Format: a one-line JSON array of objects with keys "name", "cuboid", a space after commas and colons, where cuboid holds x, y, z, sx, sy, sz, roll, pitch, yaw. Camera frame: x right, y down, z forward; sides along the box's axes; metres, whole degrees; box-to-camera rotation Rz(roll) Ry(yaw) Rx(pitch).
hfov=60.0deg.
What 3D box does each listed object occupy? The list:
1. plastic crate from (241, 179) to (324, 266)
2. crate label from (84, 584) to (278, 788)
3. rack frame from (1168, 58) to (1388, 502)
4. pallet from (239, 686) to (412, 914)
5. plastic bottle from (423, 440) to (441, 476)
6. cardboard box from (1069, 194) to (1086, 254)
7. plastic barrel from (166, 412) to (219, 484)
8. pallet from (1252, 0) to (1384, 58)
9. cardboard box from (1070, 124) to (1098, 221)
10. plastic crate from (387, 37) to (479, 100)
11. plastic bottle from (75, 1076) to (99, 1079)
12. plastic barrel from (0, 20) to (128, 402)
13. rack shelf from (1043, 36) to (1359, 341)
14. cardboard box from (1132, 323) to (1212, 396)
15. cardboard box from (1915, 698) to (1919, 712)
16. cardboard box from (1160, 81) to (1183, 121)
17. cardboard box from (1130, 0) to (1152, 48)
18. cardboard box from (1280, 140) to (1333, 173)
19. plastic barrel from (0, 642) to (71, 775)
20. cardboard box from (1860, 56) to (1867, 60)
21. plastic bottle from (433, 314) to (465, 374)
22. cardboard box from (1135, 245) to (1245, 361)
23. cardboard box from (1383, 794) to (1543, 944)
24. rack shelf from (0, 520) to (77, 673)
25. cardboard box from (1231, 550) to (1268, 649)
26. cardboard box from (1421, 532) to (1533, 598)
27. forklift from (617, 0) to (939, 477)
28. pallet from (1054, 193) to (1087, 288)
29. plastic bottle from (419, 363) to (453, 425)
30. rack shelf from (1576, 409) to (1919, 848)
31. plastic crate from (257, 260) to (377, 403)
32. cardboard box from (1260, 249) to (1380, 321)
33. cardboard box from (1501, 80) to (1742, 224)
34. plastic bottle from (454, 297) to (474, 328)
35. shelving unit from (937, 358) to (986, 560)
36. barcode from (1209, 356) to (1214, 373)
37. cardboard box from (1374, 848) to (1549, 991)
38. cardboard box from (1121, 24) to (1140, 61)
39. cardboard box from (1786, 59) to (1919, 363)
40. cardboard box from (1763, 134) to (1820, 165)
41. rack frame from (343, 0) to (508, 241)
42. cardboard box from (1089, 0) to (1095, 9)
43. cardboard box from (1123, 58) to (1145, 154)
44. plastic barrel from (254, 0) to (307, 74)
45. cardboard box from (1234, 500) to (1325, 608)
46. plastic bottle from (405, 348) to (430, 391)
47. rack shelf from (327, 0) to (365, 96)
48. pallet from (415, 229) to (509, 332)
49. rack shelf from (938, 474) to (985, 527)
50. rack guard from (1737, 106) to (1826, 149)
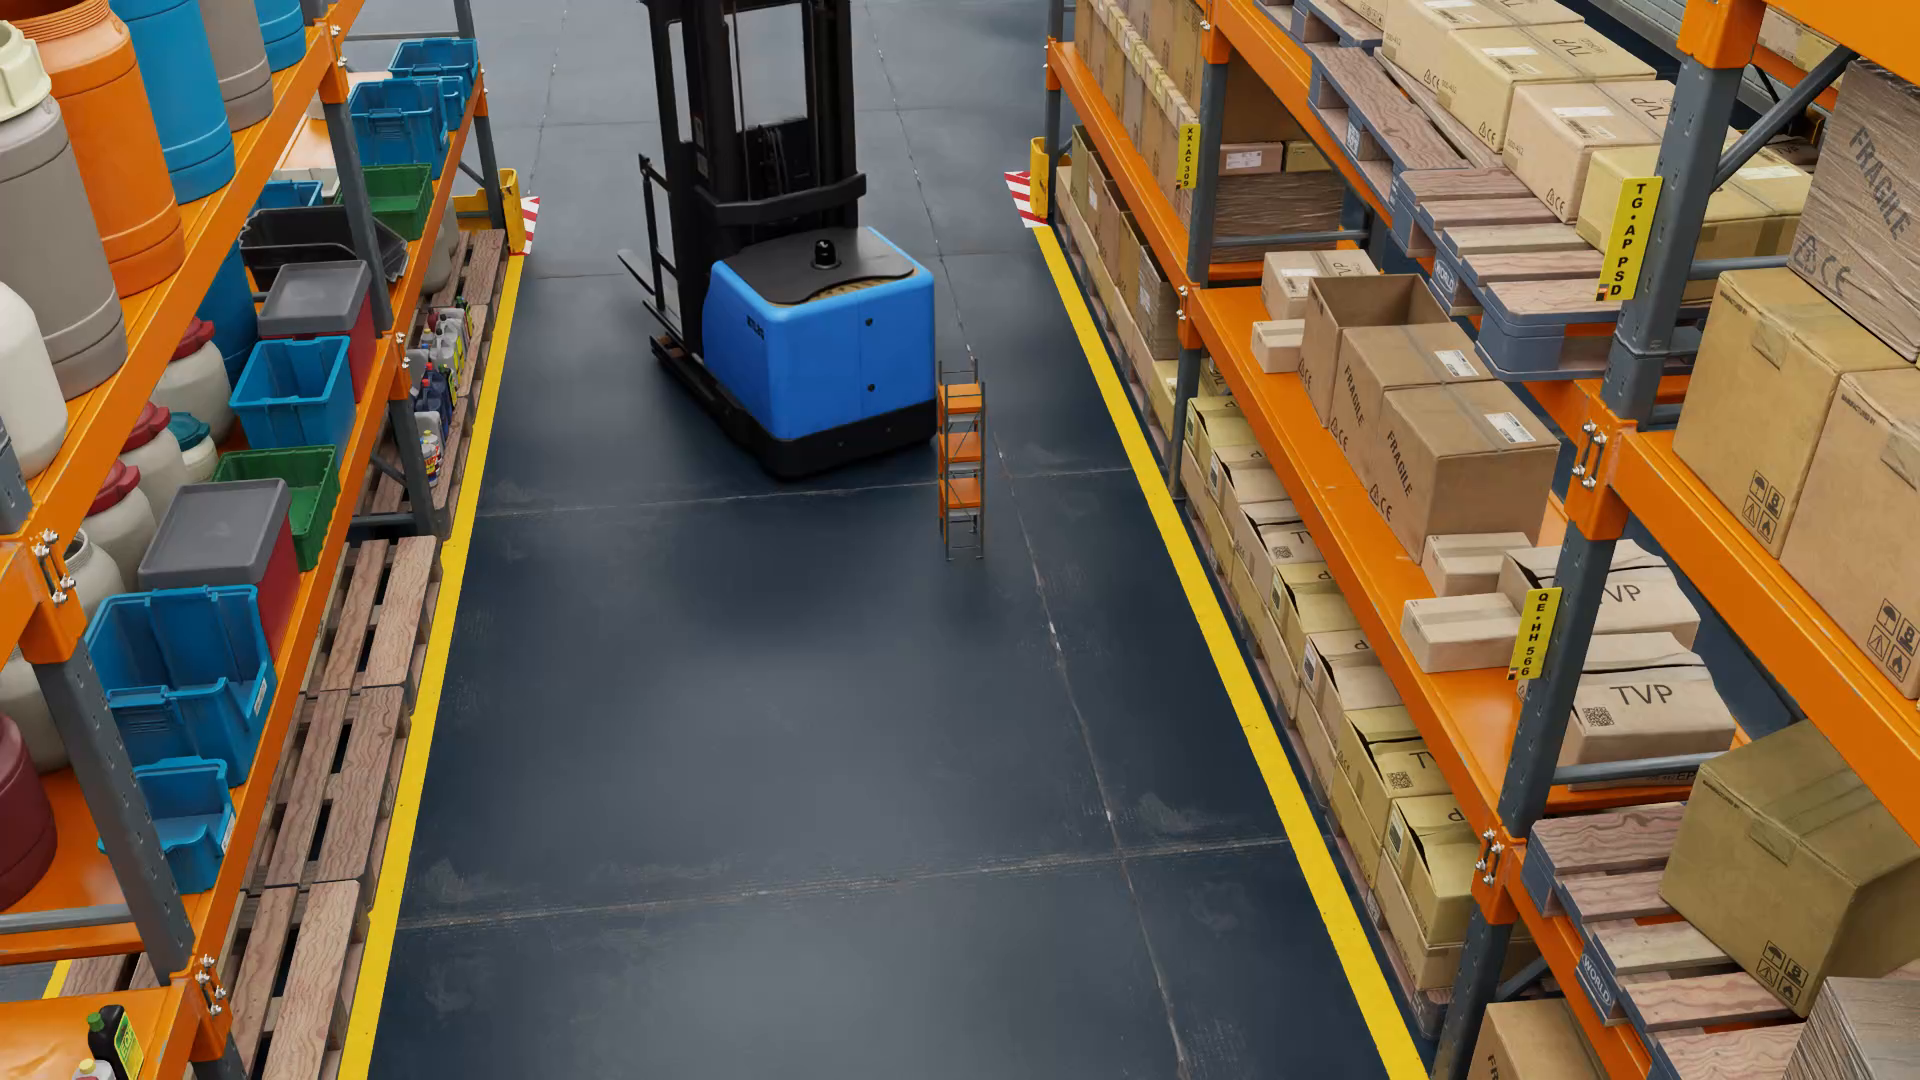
[{"name": "plastic crate", "cuboid": [-3.663, -1.687, 8.823, 0.499, 0.251, 0.616, -4, 35, -6]}, {"name": "crate label", "cuboid": [-2.573, 0.491, 5.463, 0.502, 0.435, 0.616, -4, 35, -6]}, {"name": "rack frame", "cuboid": [1.664, -1.525, 8.452, 1.000, 3.000, 0.127, -4, 35, -6]}, {"name": "pallet", "cuboid": [-2.933, 1.118, 7.050, 1.003, 0.211, 1.213, -4, 35, -6]}, {"name": "plastic bottle", "cuboid": [-2.867, -0.445, 8.962, 0.097, 0.201, 0.097, 0, 34, 0]}, {"name": "cardboard box", "cuboid": [1.049, -2.199, 11.511, 0.500, 0.250, 0.500, -4, 35, -6]}, {"name": "plastic barrel", "cuboid": [-3.219, -0.344, 6.843, 0.301, 0.262, 0.301, 0, 34, 0]}, {"name": "pallet", "cuboid": [1.795, -2.194, 6.941, 0.805, 0.209, 1.217, -6, 35, -8]}, {"name": "cardboard box", "cuboid": [1.047, -2.509, 11.299, 0.500, 0.500, 0.500, -4, 35, -6]}, {"name": "plastic crate", "cuboid": [-3.419, -3.066, 10.845, 0.499, 0.251, 0.616, -4, 35, -6]}, {"name": "plastic bottle", "cuboid": [-2.199, 1.451, 4.189, 0.061, 0.283, 0.133, -4, 35, -6]}, {"name": "plastic barrel", "cuboid": [-2.602, -0.841, 4.340, 0.600, 0.901, 0.600, 0, 34, 0]}, {"name": "rack shelf", "cuboid": [1.395, -2.343, 10.292, 1.077, 0.370, 4.000, -4, 35, -6]}, {"name": "cardboard box", "cuboid": [1.328, -1.084, 9.874, 0.500, 0.250, 0.500, -4, 35, -6]}, {"name": "cardboard box", "cuboid": [2.433, 0.242, 3.107, 0.910, 0.500, 0.500, -4, 35, -6]}, {"name": "cardboard box", "cuboid": [1.310, -2.400, 9.072, 0.380, 0.149, 0.250, -4, 35, -6]}, {"name": "cardboard box", "cuboid": [1.395, -3.189, 9.654, 0.700, 0.500, 0.500, -4, 35, -6]}, {"name": "cardboard box", "cuboid": [1.820, -1.999, 8.483, 0.380, 0.149, 0.250, -4, 35, -6]}, {"name": "plastic barrel", "cuboid": [-3.057, 0.477, 5.416, 0.421, 0.512, 0.421, 0, 34, 0]}, {"name": "cardboard box", "cuboid": [6.002, -3.248, 10.431, 0.500, 0.500, 0.500, -3, 34, -5]}, {"name": "plastic bottle", "cuboid": [-3.050, -1.167, 9.889, 0.144, 0.351, 0.185, -3, 34, -4]}, {"name": "cardboard box", "cuboid": [1.329, -1.394, 9.663, 0.500, 0.500, 0.500, -4, 35, -6]}, {"name": "cardboard box", "cuboid": [1.887, 1.165, 6.076, 0.500, 0.311, 0.500, -3, 34, -5]}, {"name": "rack shelf", "cuboid": [-2.438, 1.254, 2.350, 1.077, 0.370, 4.000, -4, 35, -6]}, {"name": "cardboard box", "cuboid": [1.613, 0.256, 7.908, 0.500, 0.250, 0.500, -5, 35, -8]}, {"name": "cardboard box", "cuboid": [1.975, 0.104, 6.286, 0.380, 0.149, 0.250, -2, 34, -3]}, {"name": "forklift", "cuboid": [-1.299, -2.363, 9.743, 1.130, 2.935, 3.031, -18, 38, -24]}, {"name": "pallet", "cuboid": [1.270, -2.181, 11.891, 1.003, 0.211, 1.213, -4, 35, -6]}, {"name": "plastic bottle", "cuboid": [-2.968, -0.826, 9.388, 0.144, 0.351, 0.185, -6, 35, -8]}, {"name": "rack shelf", "cuboid": [2.471, 0.881, 2.897, 1.077, 0.370, 4.000, -4, 35, -6]}, {"name": "plastic crate", "cuboid": [-2.877, -0.931, 7.524, 0.402, 0.464, 0.583, -4, 35, -6]}, {"name": "cardboard box", "cuboid": [1.774, -1.191, 8.096, 0.500, 0.250, 0.500, -2, 34, -3]}, {"name": "cardboard box", "cuboid": [1.997, -1.184, 5.049, 0.500, 0.250, 0.500, -3, 34, -5]}, {"name": "plastic bottle", "cuboid": [-3.101, -1.417, 10.389, 0.097, 0.201, 0.097, 0, 34, 0]}, {"name": "shelving unit", "cuboid": [0.007, -0.404, 8.539, 0.215, 1.050, 0.252, -4, 35, -6]}, {"name": "barcode", "cuboid": [1.286, -0.896, 8.507, 0.001, 0.075, 0.075, -4, 35, -6]}, {"name": "cardboard box", "cuboid": [1.890, 1.395, 6.237, 0.500, 0.250, 0.500, -4, 34, -5]}, {"name": "cardboard box", "cuboid": [1.171, -2.973, 9.913, 0.380, 0.149, 0.250, -4, 34, -6]}, {"name": "cardboard box", "cuboid": [2.254, -0.743, 3.664, 0.500, 0.500, 0.500, -4, 35, -6]}, {"name": "cardboard box", "cuboid": [6.038, -2.812, 12.338, 0.500, 0.311, 0.500, -8, 35, -12]}, {"name": "rack frame", "cuboid": [-3.783, -3.384, 11.180, 1.000, 3.000, 0.127, -4, 35, -6]}, {"name": "cardboard box", "cuboid": [1.036, -3.544, 10.751, 0.380, 0.149, 0.250, -4, 35, -6]}, {"name": "cardboard box", "cuboid": [1.387, -2.673, 10.048, 0.700, 0.500, 0.500, -3, 34, -5]}, {"name": "plastic barrel", "cuboid": [-2.961, -2.331, 6.527, 0.600, 0.901, 0.708, -4, 35, -6]}, {"name": "cardboard box", "cuboid": [1.606, 0.024, 7.750, 0.500, 0.311, 0.500, -5, 35, -8]}, {"name": "plastic bottle", "cuboid": [-3.168, -1.007, 9.721, 0.152, 0.276, 0.135, -4, 35, -6]}, {"name": "rack shelf", "cuboid": [-3.514, -3.210, 8.900, 1.077, 0.370, 4.000, -4, 35, -6]}, {"name": "pallet", "cuboid": [-3.622, -1.739, 11.243, 1.003, 0.211, 1.213, -4, 35, -6]}, {"name": "rack shelf", "cuboid": [0.007, -0.166, 8.702, 0.215, 0.259, 0.240, -4, 35, -6]}, {"name": "rack guard", "cuboid": [6.044, -3.059, 12.923, 1.175, 0.500, 0.348, -4, 35, -6]}]
